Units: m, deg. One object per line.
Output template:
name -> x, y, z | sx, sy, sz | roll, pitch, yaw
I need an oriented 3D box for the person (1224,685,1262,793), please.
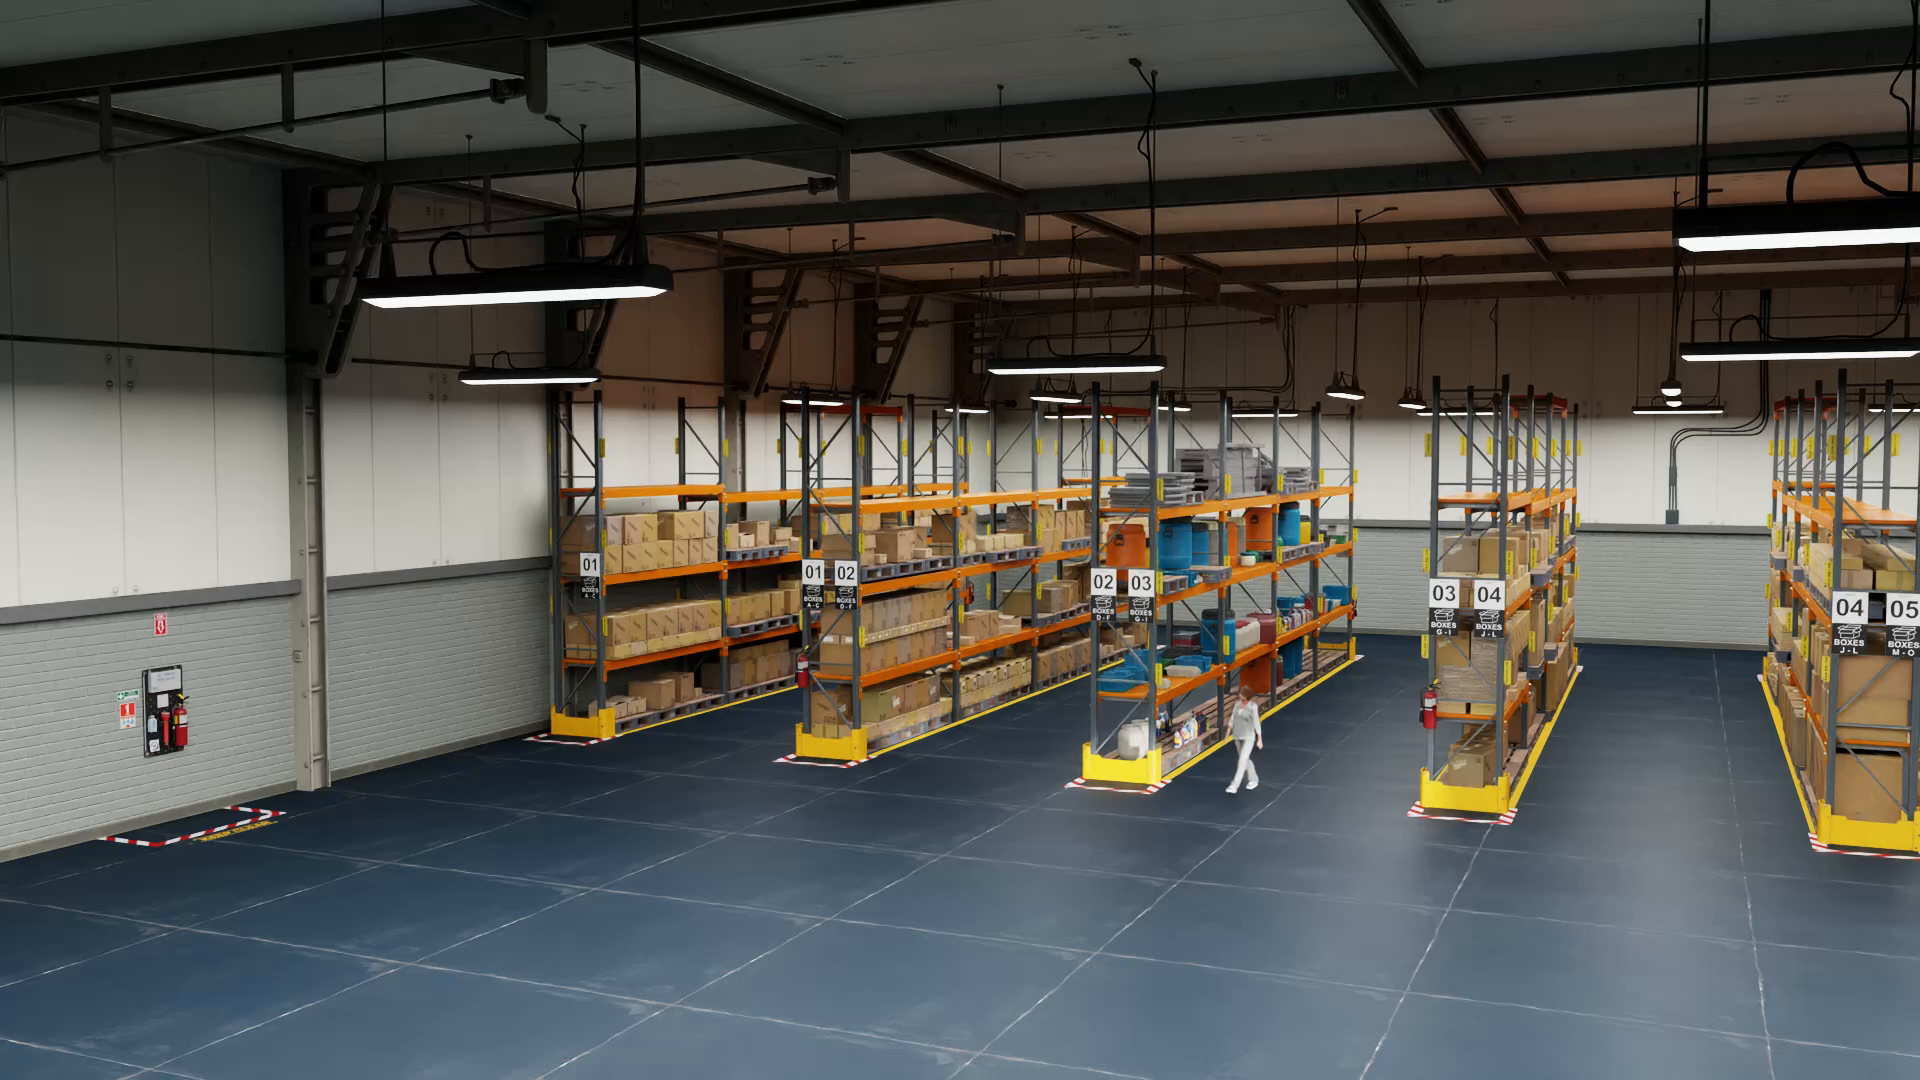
person -> 4.051, 2.888, 24.086 | 0.950, 1.533, 0.448 | -3, 4, -40
